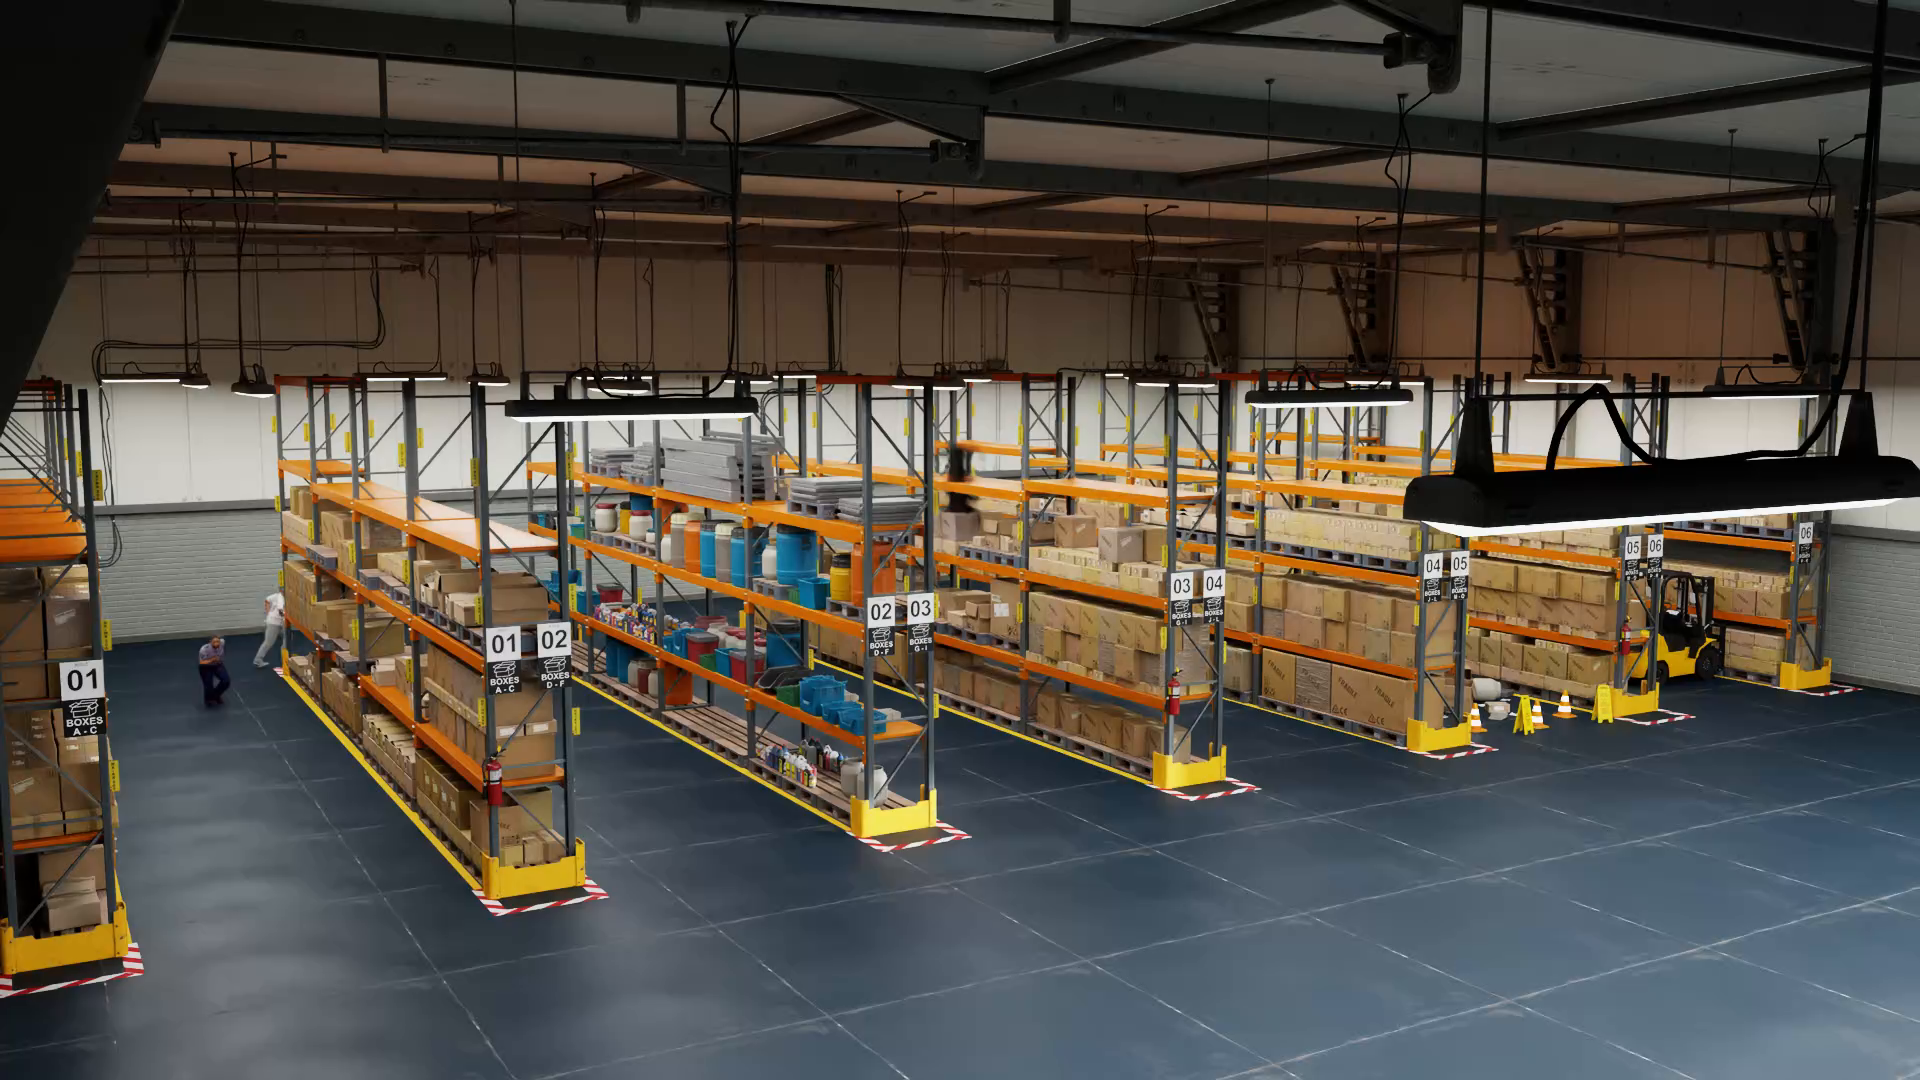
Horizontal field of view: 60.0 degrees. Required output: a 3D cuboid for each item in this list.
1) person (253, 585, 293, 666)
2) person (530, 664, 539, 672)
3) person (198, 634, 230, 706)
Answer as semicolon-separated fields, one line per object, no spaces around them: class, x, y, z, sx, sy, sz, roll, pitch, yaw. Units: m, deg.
person;-14.060;1.721;34.186;0.952;1.674;0.652;-3;7;-22
person;-7.690;2.186;30.489;0.549;1.629;0.614;-4;7;-33
person;-13.516;2.352;30.097;0.978;1.406;0.620;6;8;42
